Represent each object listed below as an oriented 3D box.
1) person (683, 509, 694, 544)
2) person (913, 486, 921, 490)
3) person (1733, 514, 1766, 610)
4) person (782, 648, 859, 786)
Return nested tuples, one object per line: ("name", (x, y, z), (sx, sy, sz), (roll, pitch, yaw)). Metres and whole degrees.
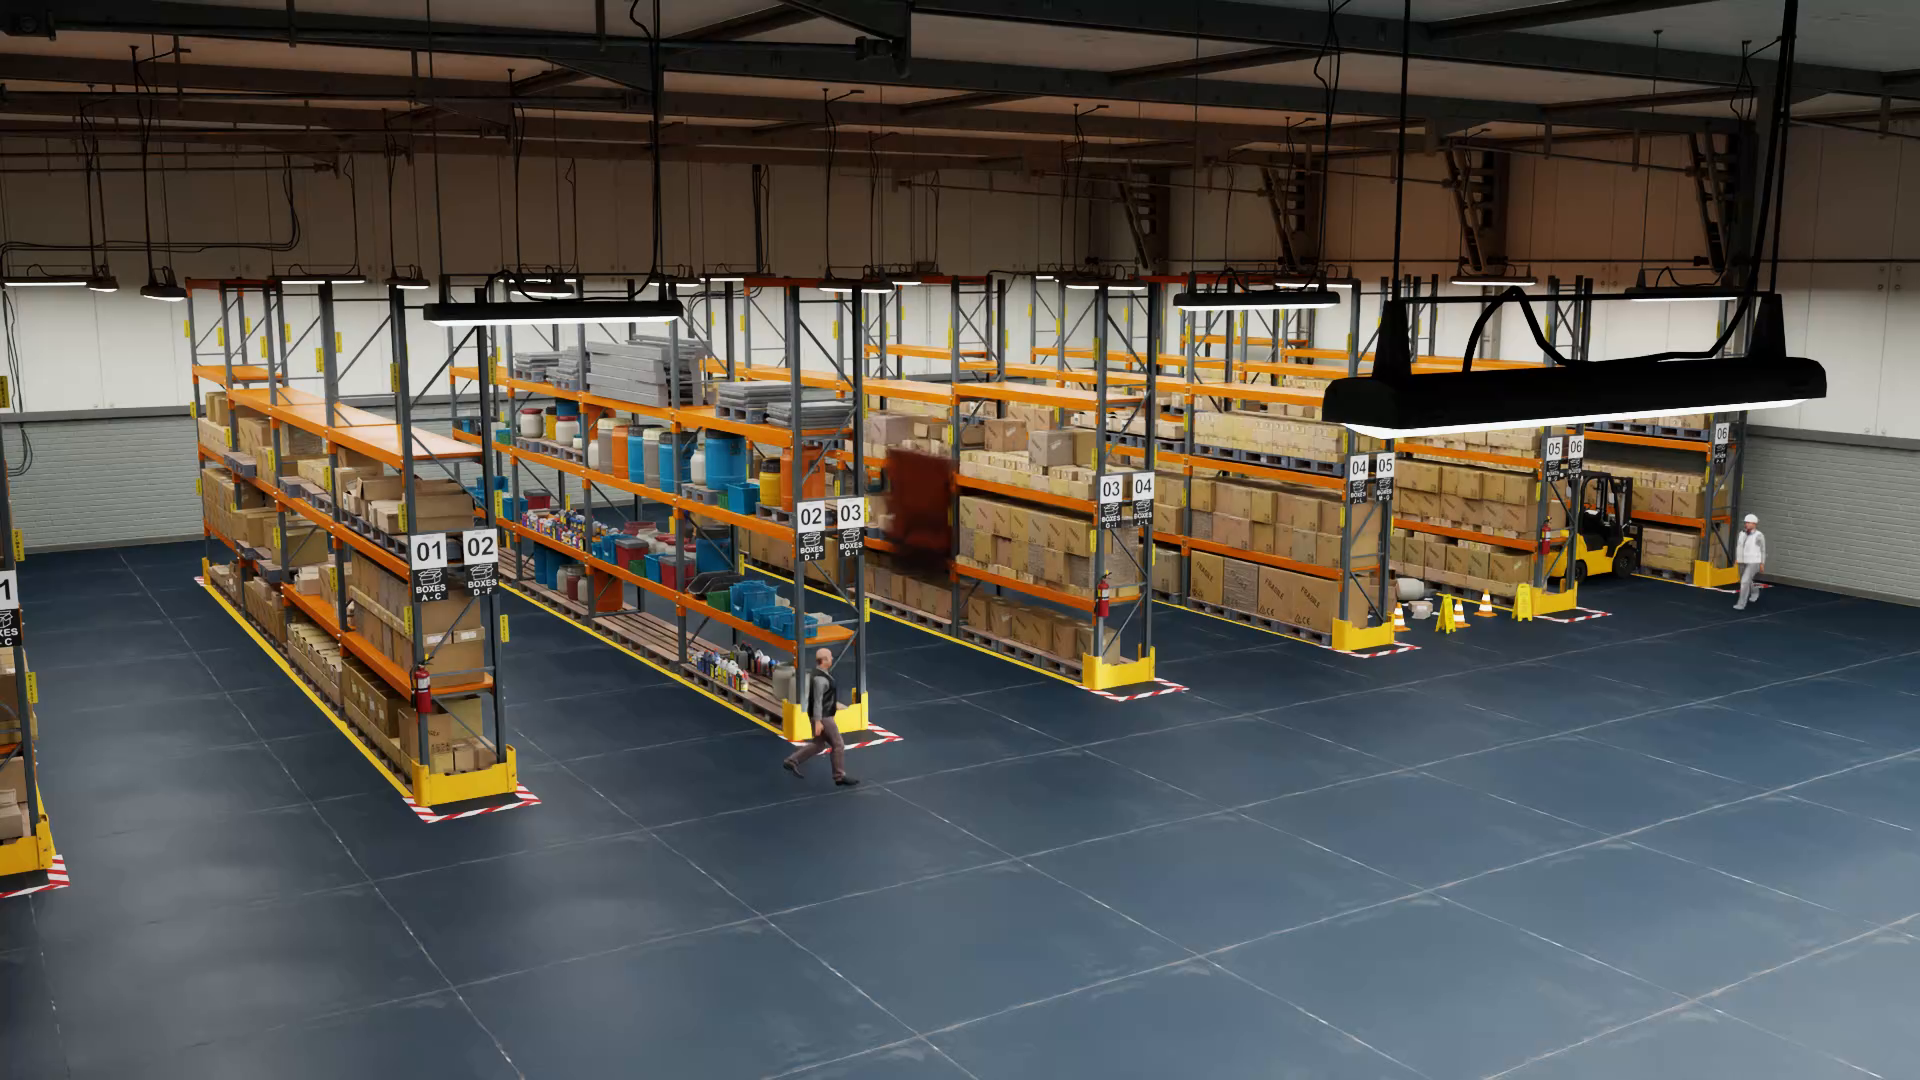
("person", (-5.662, -0.217, 34.317), (0.444, 1.657, 0.488), (2, 10, 10))
("person", (-0.784, -2.187, 45.716), (1.113, 1.698, 0.541), (3, 10, 15))
("person", (14.478, 0.387, 30.465), (0.999, 1.739, 0.542), (-6, 11, -32))
("person", (-1.700, 2.137, 20.192), (0.927, 1.688, 0.568), (-1, 10, -5))
